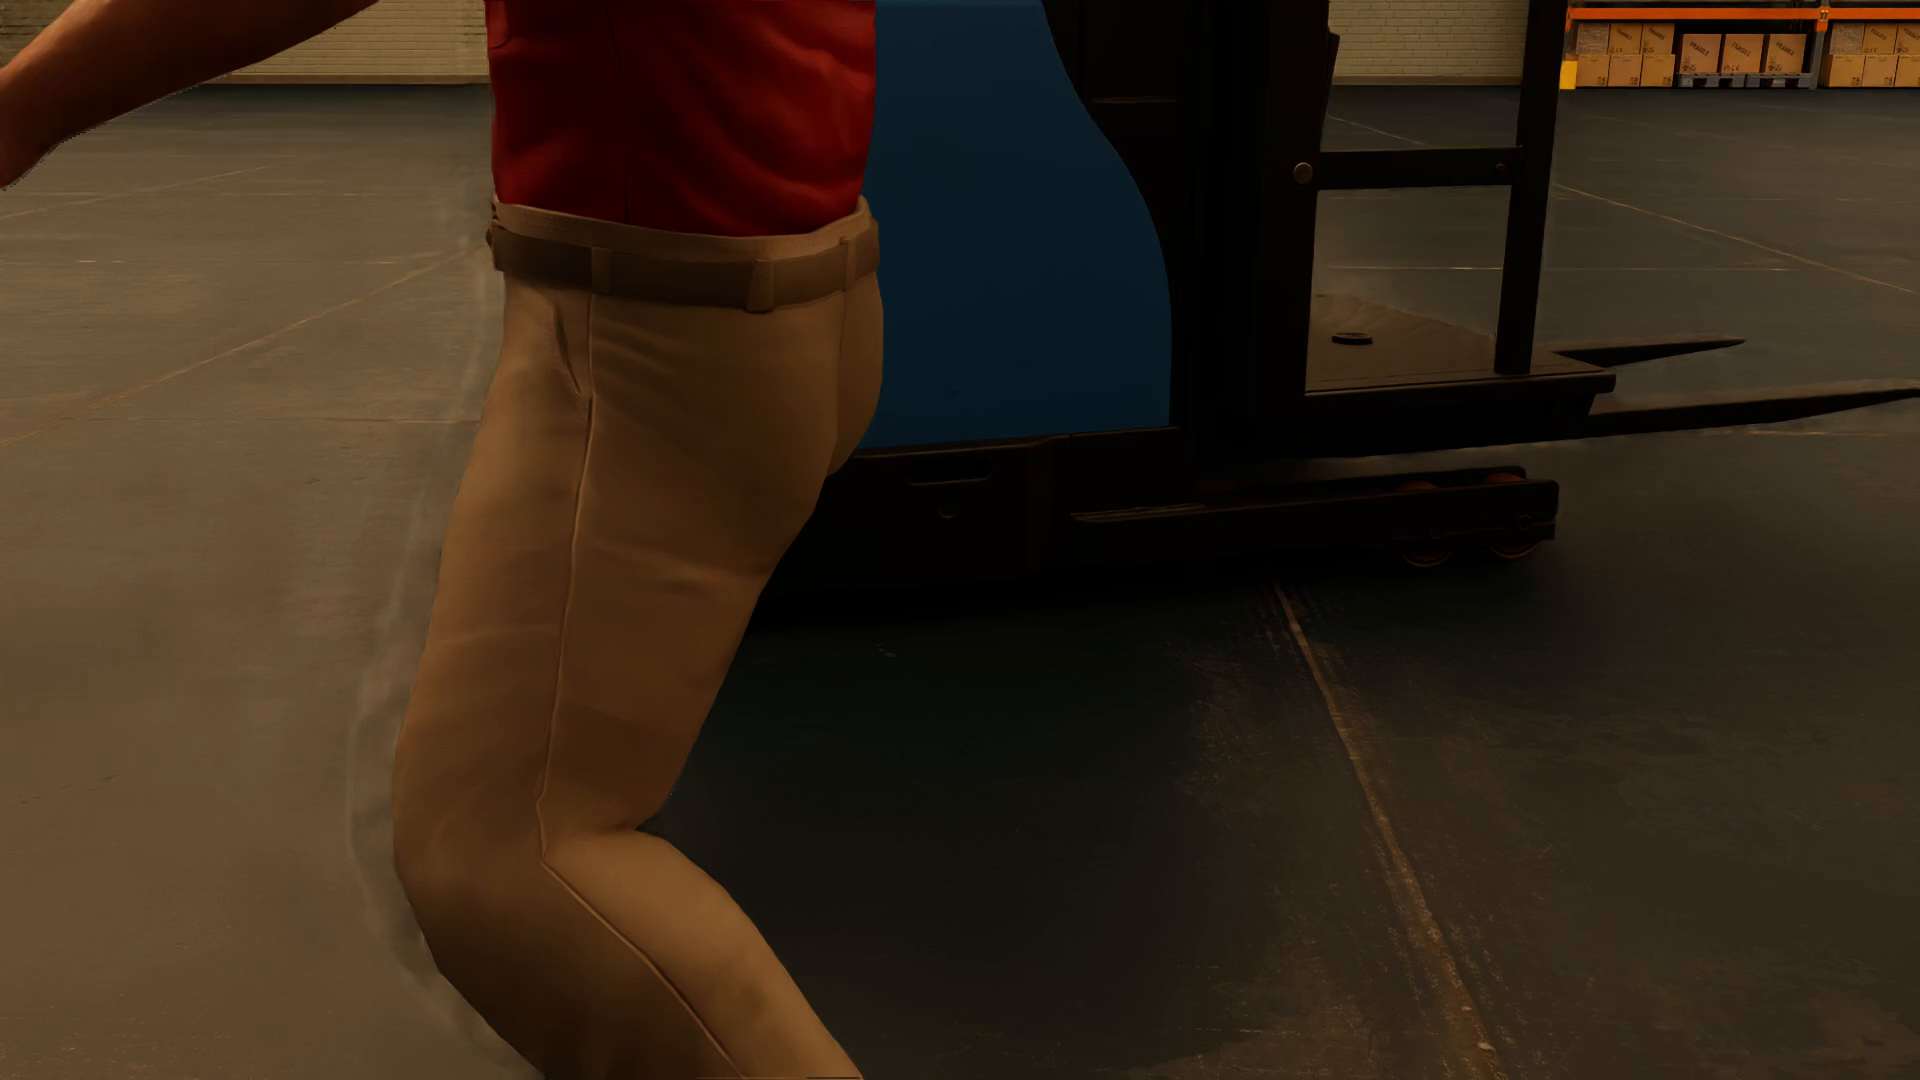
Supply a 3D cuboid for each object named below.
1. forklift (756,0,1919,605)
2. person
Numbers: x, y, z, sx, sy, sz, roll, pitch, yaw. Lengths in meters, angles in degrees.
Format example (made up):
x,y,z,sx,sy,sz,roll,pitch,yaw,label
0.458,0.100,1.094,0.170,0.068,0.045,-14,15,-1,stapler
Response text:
x,y,z,sx,sy,sz,roll,pitch,yaw,label
0.656,-1.490,3.228,3.031,2.935,1.130,-5,18,-16,forklift
-0.362,-0.197,1.465,0.979,1.576,1.043,4,18,12,person
